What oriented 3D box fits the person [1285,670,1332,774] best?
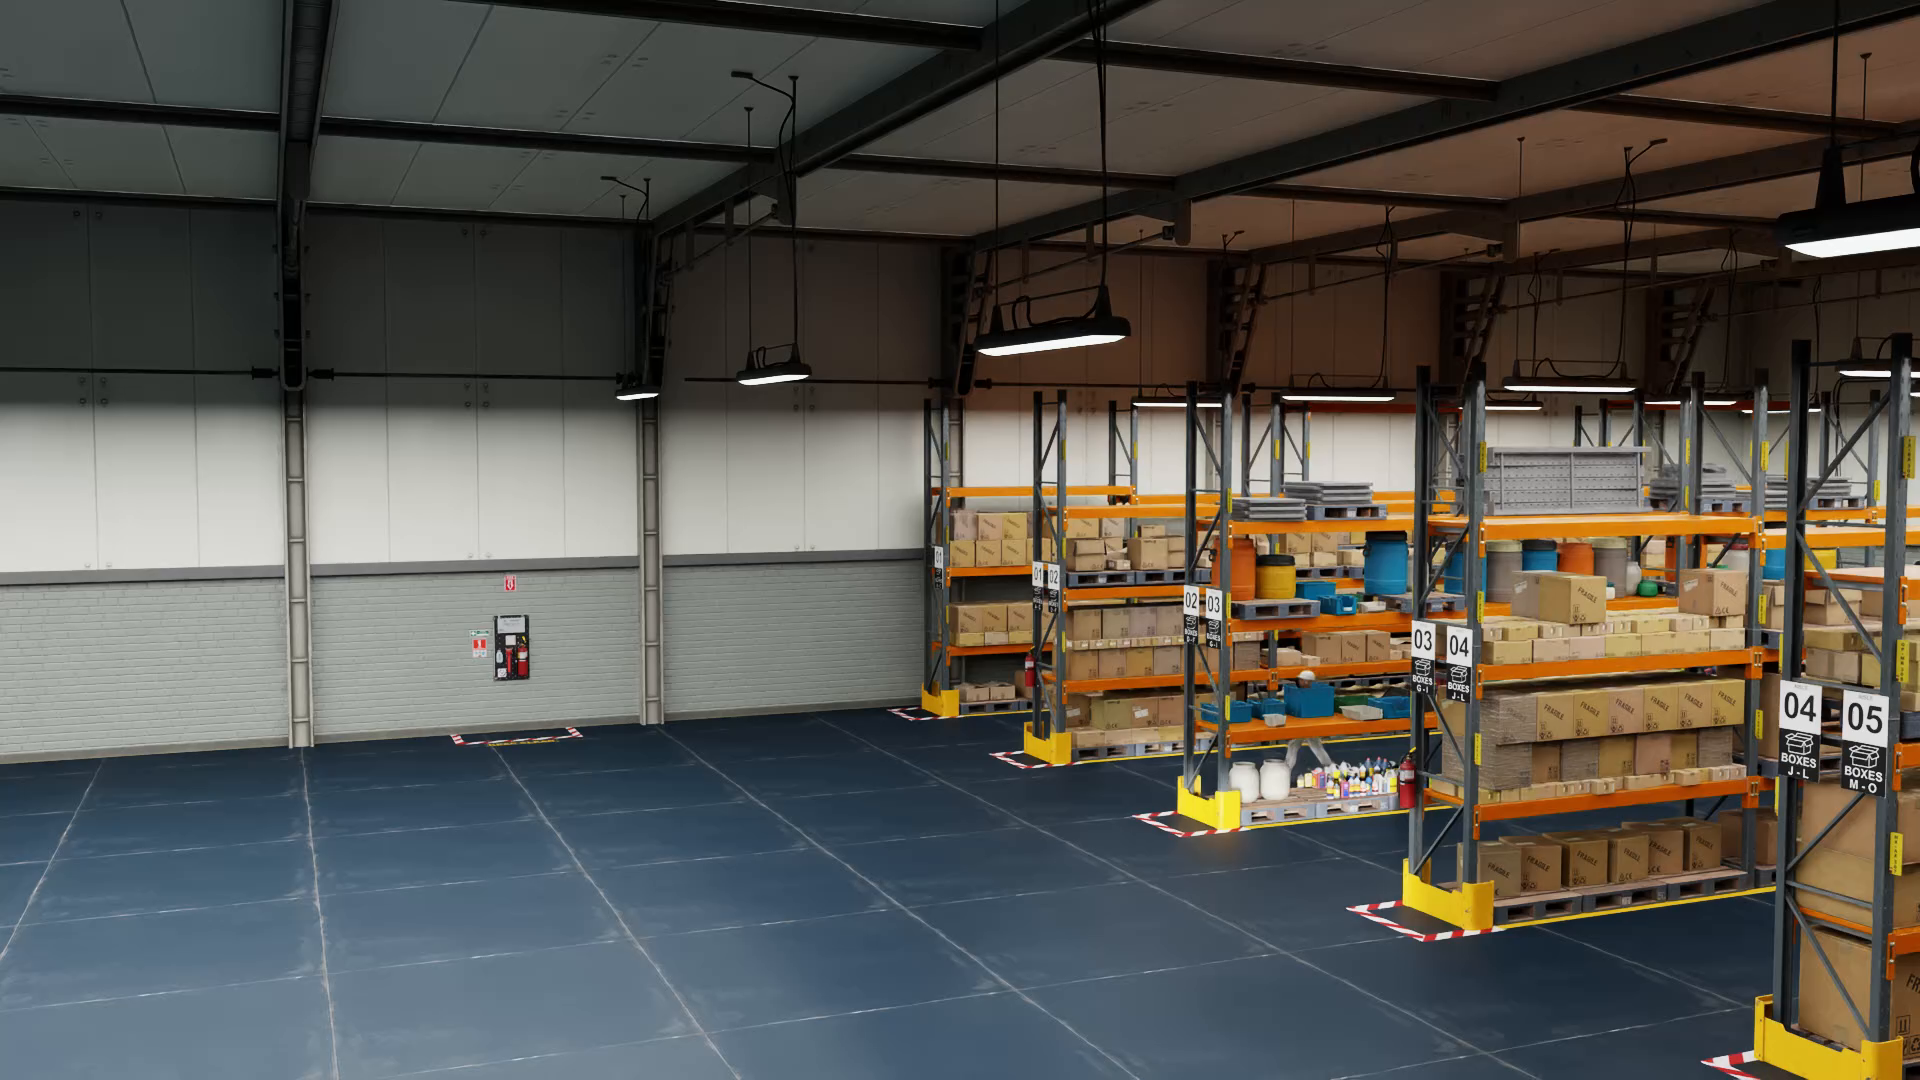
[{"bbox_3d":[5.179,2.820,25.053,1.085,1.707,0.568,-1,4,-20],"label":"person"}]
